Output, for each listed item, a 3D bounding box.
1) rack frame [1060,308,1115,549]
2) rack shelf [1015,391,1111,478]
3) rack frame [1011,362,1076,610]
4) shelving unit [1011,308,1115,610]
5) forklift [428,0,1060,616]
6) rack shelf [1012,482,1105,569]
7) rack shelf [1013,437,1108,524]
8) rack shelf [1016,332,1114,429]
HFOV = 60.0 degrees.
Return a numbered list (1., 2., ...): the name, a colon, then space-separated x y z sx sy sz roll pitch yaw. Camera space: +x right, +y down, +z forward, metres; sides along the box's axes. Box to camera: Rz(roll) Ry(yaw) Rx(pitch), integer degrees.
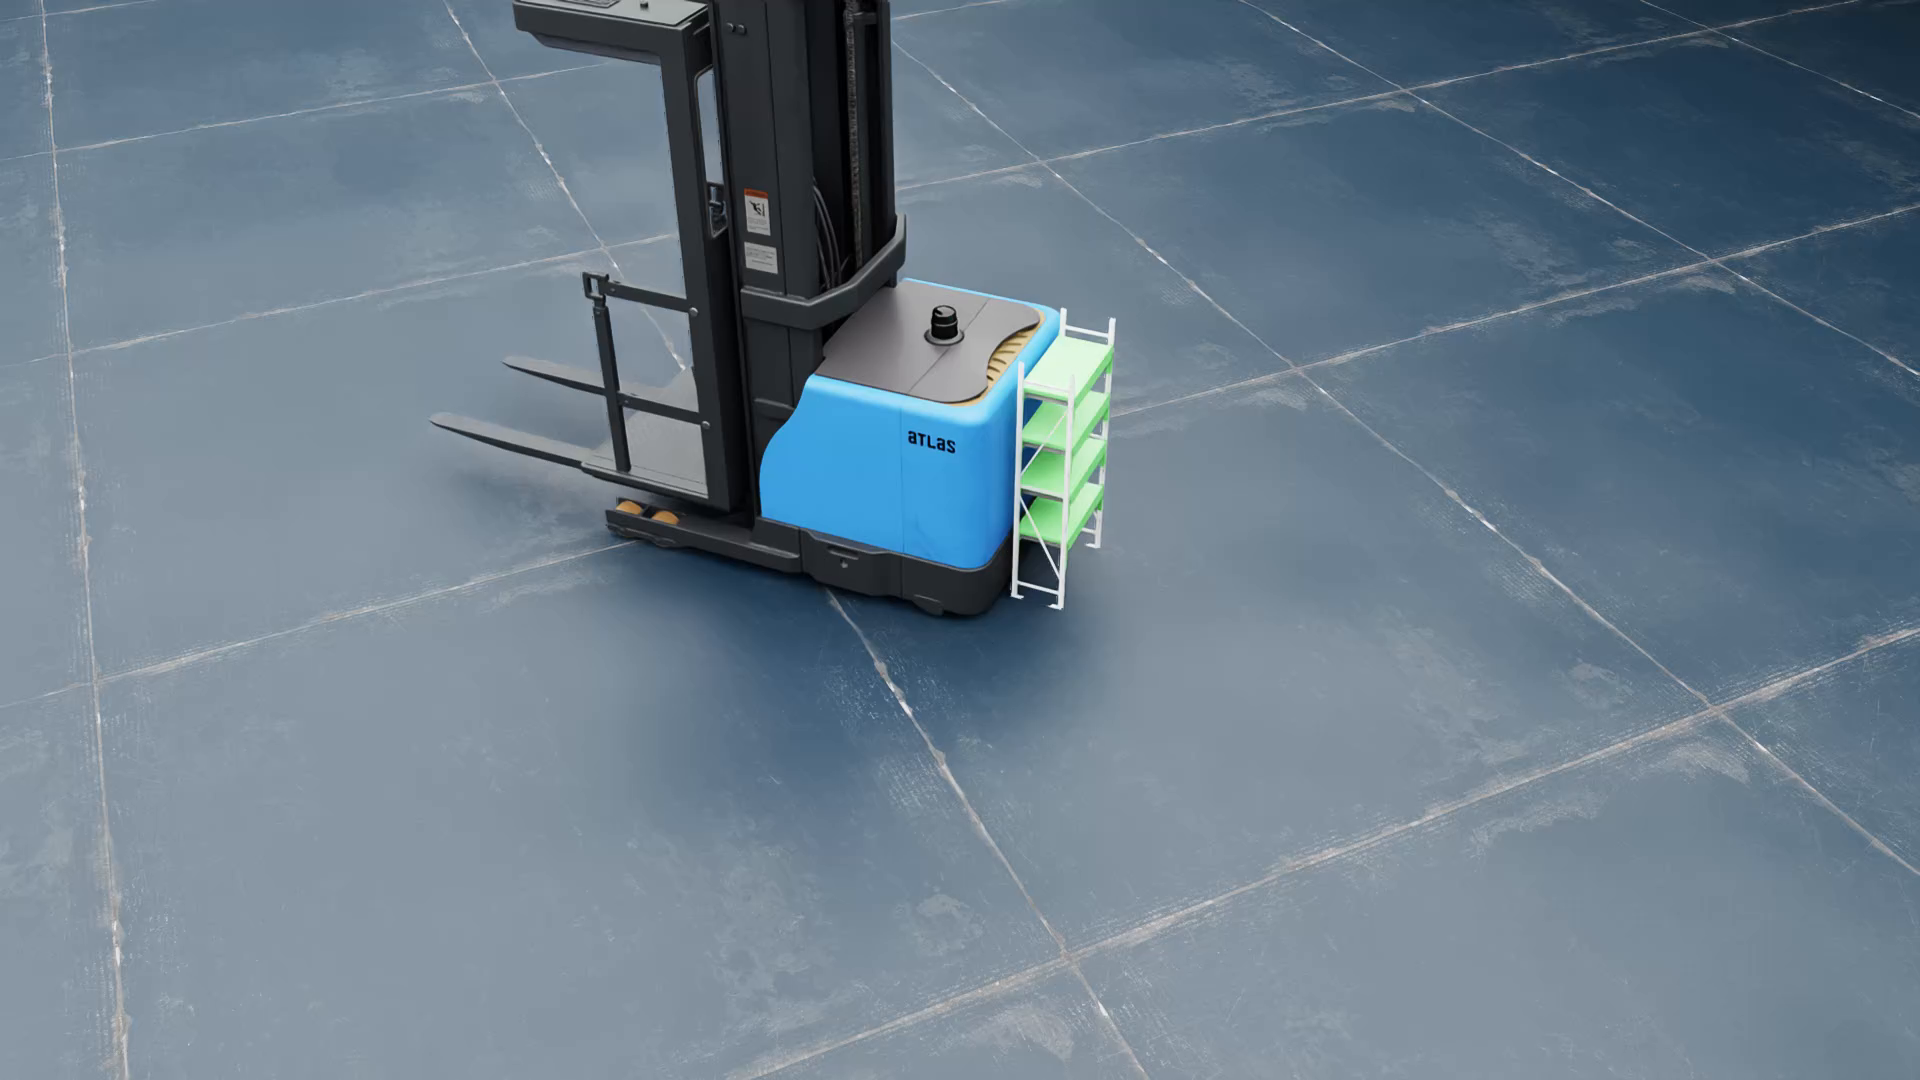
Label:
1. rack frame: 0.537 -0.471 7.377 0.240 1.200 0.015 15 39 18
2. rack shelf: 0.442 -0.479 7.092 0.258 0.148 0.480 15 39 18
3. rack frame: 0.345 -0.204 7.017 0.240 1.200 0.015 15 39 18
4. shelving unit: 0.441 -0.338 7.197 0.258 1.200 0.503 15 39 18
5. forklift: -1.093 -1.417 7.200 3.031 2.935 1.130 14 39 18
6. rack shelf: 0.440 -0.094 7.379 0.258 0.148 0.480 15 39 18
7. rack shelf: 0.441 -0.287 7.235 0.258 0.148 0.480 15 39 18
8. rack shelf: 0.443 -0.672 6.949 0.258 0.148 0.480 15 39 18
